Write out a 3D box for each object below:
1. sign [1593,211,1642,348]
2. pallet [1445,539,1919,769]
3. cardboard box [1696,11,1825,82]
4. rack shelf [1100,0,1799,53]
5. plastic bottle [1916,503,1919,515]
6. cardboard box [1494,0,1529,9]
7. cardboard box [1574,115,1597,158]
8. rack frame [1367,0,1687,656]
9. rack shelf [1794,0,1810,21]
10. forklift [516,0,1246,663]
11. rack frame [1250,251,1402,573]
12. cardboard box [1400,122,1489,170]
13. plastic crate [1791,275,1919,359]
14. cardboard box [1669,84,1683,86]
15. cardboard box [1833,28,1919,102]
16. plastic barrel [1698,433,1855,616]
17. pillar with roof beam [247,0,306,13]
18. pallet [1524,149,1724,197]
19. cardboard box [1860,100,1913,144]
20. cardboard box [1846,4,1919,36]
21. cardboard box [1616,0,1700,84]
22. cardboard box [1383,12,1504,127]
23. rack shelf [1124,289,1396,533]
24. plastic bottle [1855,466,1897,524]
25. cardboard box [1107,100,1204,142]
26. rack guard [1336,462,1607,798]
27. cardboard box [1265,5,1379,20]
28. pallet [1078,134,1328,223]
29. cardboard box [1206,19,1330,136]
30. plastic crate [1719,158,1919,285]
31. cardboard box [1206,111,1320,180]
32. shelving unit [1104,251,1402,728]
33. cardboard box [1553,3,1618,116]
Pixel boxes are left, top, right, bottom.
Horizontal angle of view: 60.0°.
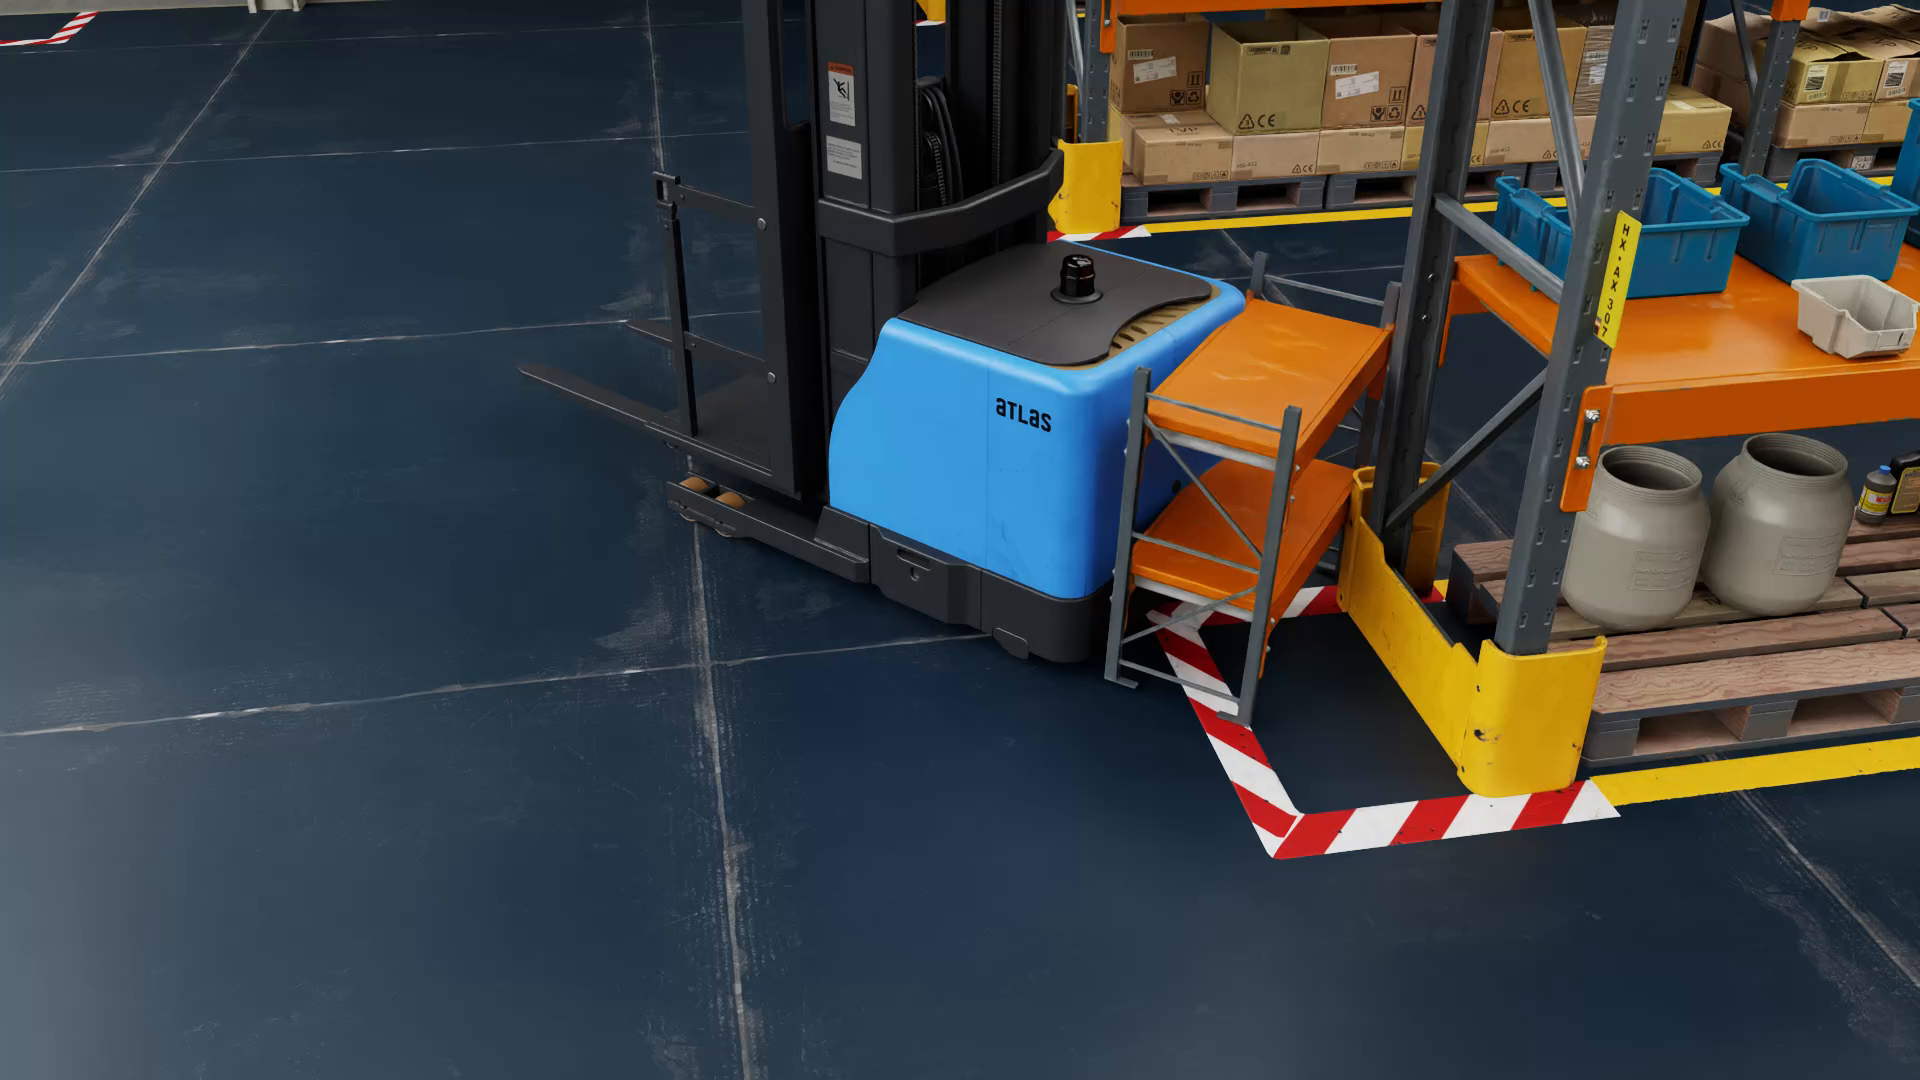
[{"bbox_3d":[1.623,-0.642,4.110,0.005,0.325,0.100,-5,31,-9],"label":"sign"},{"bbox_3d":[2.395,0.303,5.527,1.213,0.211,1.003,-5,31,-9],"label":"pallet"},{"bbox_3d":[4.921,-3.050,10.223,0.500,0.311,0.500,-5,31,-9],"label":"cardboard box"},{"bbox_3d":[2.607,-3.140,9.341,4.000,0.370,1.077,-5,31,-9],"label":"rack shelf"},{"bbox_3d":[3.509,-0.209,5.899,0.135,0.276,0.152,-5,31,-9],"label":"plastic bottle"},{"bbox_3d":[3.078,-2.974,9.907,0.500,0.500,0.500,-5,31,-9],"label":"cardboard box"},{"bbox_3d":[3.664,-2.436,9.733,0.500,0.250,0.500,-5,31,-9],"label":"cardboard box"},{"bbox_3d":[1.528,-0.798,4.647,0.127,3.000,1.000,-5,31,-9],"label":"rack frame"},{"bbox_3d":[6.542,-3.505,9.962,4.000,0.370,1.077,-5,31,-9],"label":"rack shelf"},{"bbox_3d":[-0.494,-1.462,5.844,3.031,2.935,1.130,22,37,32],"label":"forklift"},{"bbox_3d":[1.200,-0.425,5.811,0.500,1.125,0.032,18,36,23],"label":"rack frame"},{"bbox_3d":[2.683,-2.337,9.564,0.500,0.250,0.500,-5,31,-9],"label":"cardboard box"},{"bbox_3d":[2.467,-0.605,4.580,0.250,0.136,0.298,-5,31,-9],"label":"plastic crate"},{"bbox_3d":[4.064,-2.737,10.244,0.500,0.250,0.500,-5,31,-9],"label":"cardboard box"},{"bbox_3d":[5.519,-2.827,9.843,0.500,0.311,0.500,-6,31,-10],"label":"cardboard box"},{"bbox_3d":[2.655,-0.050,5.416,0.421,0.512,0.421,0,30,0],"label":"plastic barrel"},{"bbox_3d":[-4.850,-6.124,7.787,0.400,9.000,9.100,-5,31,-9],"label":"pillar with roof beam"},{"bbox_3d":[3.785,-2.379,10.088,1.213,0.211,1.003,-5,31,-9],"label":"pallet"},{"bbox_3d":[5.519,-2.588,9.990,0.500,0.250,0.500,-5,31,-8],"label":"cardboard box"},{"bbox_3d":[5.923,-3.145,10.385,0.500,0.311,0.500,-5,31,-9],"label":"cardboard box"},{"bbox_3d":[4.062,-3.066,10.063,0.500,0.500,0.500,-5,31,-9],"label":"cardboard box"},{"bbox_3d":[2.683,-2.660,9.373,0.500,0.500,0.500,-5,31,-9],"label":"cardboard box"},{"bbox_3d":[0.967,-0.439,5.272,0.538,0.278,1.000,18,36,23],"label":"rack shelf"},{"bbox_3d":[3.256,-0.167,5.902,0.097,0.201,0.097,0,30,0],"label":"plastic bottle"},{"bbox_3d":[1.114,-2.460,9.772,0.500,0.250,0.500,-5,31,-9],"label":"cardboard box"},{"bbox_3d":[1.595,0.250,5.332,0.348,0.500,1.175,-5,31,-9],"label":"rack guard"},{"bbox_3d":[2.095,-2.883,9.751,0.500,0.500,0.500,-5,31,-9],"label":"cardboard box"},{"bbox_3d":[1.385,-2.156,9.709,1.213,0.211,1.003,-5,31,-9],"label":"pallet"},{"bbox_3d":[1.699,-2.571,9.222,0.500,0.500,0.500,-5,31,-9],"label":"cardboard box"},{"bbox_3d":[2.607,-0.985,5.112,0.408,0.251,0.499,-5,31,-9],"label":"plastic crate"},{"bbox_3d":[1.699,-2.249,9.414,0.500,0.250,0.500,-5,31,-9],"label":"cardboard box"},{"bbox_3d":[0.958,-0.192,5.430,0.538,1.125,1.048,18,36,23],"label":"shelving unit"},{"bbox_3d":[3.664,-2.761,9.544,0.500,0.500,0.500,-5,31,-9],"label":"cardboard box"}]
